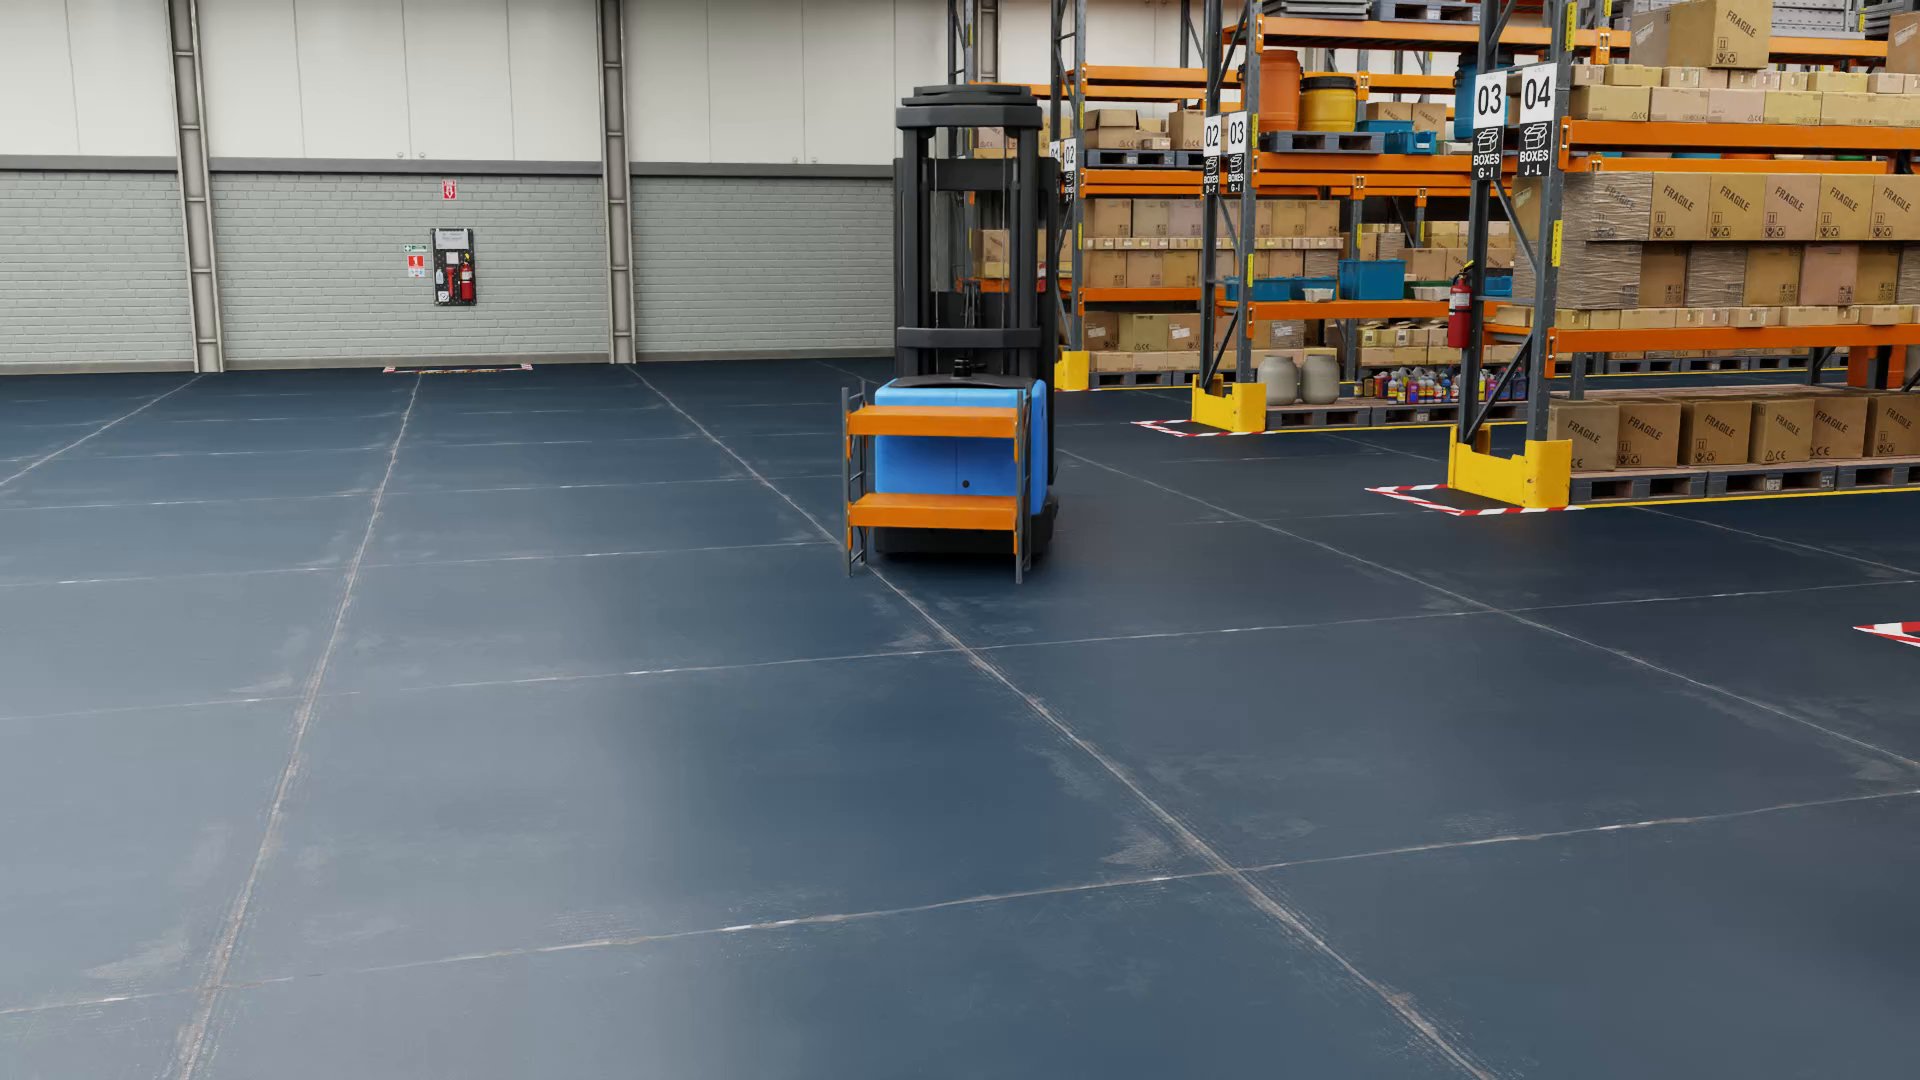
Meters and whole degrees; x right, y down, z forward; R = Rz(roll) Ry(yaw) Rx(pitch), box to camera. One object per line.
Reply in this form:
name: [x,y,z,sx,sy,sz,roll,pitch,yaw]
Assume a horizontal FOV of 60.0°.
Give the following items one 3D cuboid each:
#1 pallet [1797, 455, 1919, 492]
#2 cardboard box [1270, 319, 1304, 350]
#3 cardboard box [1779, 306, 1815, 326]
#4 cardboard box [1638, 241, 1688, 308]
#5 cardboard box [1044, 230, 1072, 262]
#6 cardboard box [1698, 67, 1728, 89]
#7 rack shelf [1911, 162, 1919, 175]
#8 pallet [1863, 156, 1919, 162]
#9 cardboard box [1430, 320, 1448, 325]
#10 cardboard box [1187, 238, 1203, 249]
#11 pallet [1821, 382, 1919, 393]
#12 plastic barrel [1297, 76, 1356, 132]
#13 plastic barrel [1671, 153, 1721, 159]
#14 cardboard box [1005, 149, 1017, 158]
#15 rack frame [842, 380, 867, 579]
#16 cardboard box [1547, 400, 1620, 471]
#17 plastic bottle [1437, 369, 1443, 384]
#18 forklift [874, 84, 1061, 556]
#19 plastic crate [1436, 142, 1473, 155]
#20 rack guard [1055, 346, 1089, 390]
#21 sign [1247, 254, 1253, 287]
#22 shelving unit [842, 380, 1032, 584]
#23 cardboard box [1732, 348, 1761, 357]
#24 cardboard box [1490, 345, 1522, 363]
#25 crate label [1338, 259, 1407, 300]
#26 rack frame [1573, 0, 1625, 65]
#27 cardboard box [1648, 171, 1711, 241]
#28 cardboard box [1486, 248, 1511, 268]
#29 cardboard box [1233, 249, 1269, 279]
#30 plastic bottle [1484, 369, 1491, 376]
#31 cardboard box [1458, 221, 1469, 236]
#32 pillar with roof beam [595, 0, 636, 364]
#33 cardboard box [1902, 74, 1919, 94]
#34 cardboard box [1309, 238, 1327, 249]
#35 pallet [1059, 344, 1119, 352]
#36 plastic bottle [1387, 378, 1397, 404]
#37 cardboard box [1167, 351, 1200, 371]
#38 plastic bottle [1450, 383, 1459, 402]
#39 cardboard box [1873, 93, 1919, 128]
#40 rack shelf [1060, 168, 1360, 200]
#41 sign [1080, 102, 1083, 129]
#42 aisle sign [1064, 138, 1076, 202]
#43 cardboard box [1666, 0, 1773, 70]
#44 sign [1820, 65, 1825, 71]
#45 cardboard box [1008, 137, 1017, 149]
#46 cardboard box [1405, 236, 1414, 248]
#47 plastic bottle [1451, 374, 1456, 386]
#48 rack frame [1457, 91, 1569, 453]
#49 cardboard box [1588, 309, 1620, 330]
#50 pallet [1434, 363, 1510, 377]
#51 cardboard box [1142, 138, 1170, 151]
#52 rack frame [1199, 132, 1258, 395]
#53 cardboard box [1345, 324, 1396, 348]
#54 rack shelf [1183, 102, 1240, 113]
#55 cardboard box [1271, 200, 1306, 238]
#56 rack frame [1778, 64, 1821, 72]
pallet: [7.362,-0.602,13.731,1.213,0.211,1.003,-3,11,-16]
cardboard box: [4.364,-2.874,22.735,0.500,0.500,0.500,-3,11,-16]
cardboard box: [6.428,-1.754,12.984,0.250,0.149,0.380,-3,11,-16]
cardboard box: [5.138,-2.075,12.937,0.500,0.500,0.875,-3,11,-16]
cardboard box: [1.520,-4.719,26.683,0.500,0.500,0.500,-3,11,-18]
cardboard box: [5.485,-3.425,12.397,0.250,0.149,0.380,-3,11,-16]
rack shelf: [12.373,-4.299,19.817,4.000,0.370,1.077,-3,11,-16]
pallet: [11.215,-4.481,19.337,1.213,0.211,1.003,-3,11,-16]
cardboard box: [7.001,-3.013,24.013,0.500,0.311,0.500,-3,11,-17]
cardboard box: [3.064,-3.949,22.145,0.250,0.149,0.380,-3,11,-17]
pallet: [11.198,-1.752,19.982,1.213,0.211,1.003,-3,11,-16]
plastic barrel: [3.831,-4.526,17.381,0.600,0.588,0.600,0,10,0]
plastic barrel: [8.296,-4.726,18.761,0.708,0.901,0.600,-3,11,-16]
cardboard box: [0.919,-5.923,26.316,0.500,0.500,0.500,-2,11,-12]
rack frame: [-0.628,-0.369,9.938,0.032,1.125,0.500,2,11,8]
cardboard box: [4.760,-0.817,12.941,0.500,0.500,0.500,-1,10,-5]
plastic bottle: [5.370,-1.775,18.692,0.133,0.283,0.061,-3,11,-13]
forklift: [0.123,-1.564,11.445,1.130,2.935,3.031,1,10,5]
plastic crate: [5.184,-4.068,17.303,0.396,0.136,0.243,-3,11,-16]
rack guard: [1.368,-2.302,22.172,0.348,0.500,1.175,-3,11,-16]
sign: [2.921,-2.712,16.728,0.005,0.325,0.100,-3,11,-16]
shelving unit: [-0.126,-0.355,9.863,1.048,1.125,0.538,2,11,8]
cardboard box: [11.560,-3.004,24.766,0.500,0.500,0.500,-3,11,-15]
cardboard box: [7.657,-2.671,23.707,0.500,0.250,0.500,-3,11,-15]
crate label: [4.463,-2.829,18.032,0.616,0.435,0.502,-3,11,-16]
rack frame: [9.072,-6.888,23.608,0.127,3.000,1.000,-3,11,-16]
cardboard box: [5.242,-2.502,12.495,0.500,0.500,0.500,-3,11,-16]
cardboard box: [7.465,-3.899,23.666,0.500,0.500,0.500,-4,11,-19]
cardboard box: [3.820,-3.708,22.630,0.500,0.500,0.700,-3,11,-15]
plastic bottle: [5.911,-1.775,18.691,0.133,0.283,0.061,-3,11,-16]
cardboard box: [8.708,-5.378,28.752,0.500,0.250,0.500,-3,11,-17]
pillar with roof beam: [-4.125,-6.478,21.381,0.400,9.000,9.100,-3,11,-16]
cardboard box: [7.267,-3.519,12.903,0.250,0.149,0.380,-4,11,-19]
cardboard box: [4.792,-4.040,22.641,0.250,0.149,0.380,-3,11,-17]
pallet: [2.035,-3.122,27.424,1.213,0.211,1.003,-3,11,-16]
plastic bottle: [4.600,-1.584,17.685,0.097,0.271,0.097,0,10,0]
cardboard box: [2.927,-2.427,22.379,0.500,0.250,0.500,-3,11,-16]
plastic bottle: [5.317,-1.587,17.897,0.097,0.201,0.097,0,10,0]
cardboard box: [7.127,-3.321,12.933,0.500,0.250,0.500,-3,11,-15]
rack shelf: [3.311,-4.756,22.296,4.000,0.370,1.077,-3,11,-16]
sign: [1.540,-5.380,21.069,0.005,0.325,0.100,-3,11,-16]
aisle sign: [1.413,-4.755,21.410,0.004,0.787,0.394,-3,11,-16]
cardboard box: [5.657,-3.755,12.397,0.500,0.500,0.500,-3,11,-16]
sign: [15.503,-8.557,29.876,0.005,0.325,0.100,-3,11,-16]
cardboard box: [0.936,-6.414,26.223,0.500,0.500,0.500,-3,11,-17]
cardboard box: [8.064,-5.074,29.169,0.500,0.500,0.500,-3,11,-16]
plastic bottle: [5.393,-1.657,18.048,0.133,0.283,0.061,-3,11,-16]
rack frame: [4.156,-1.811,12.597,0.127,3.000,1.000,-3,11,-16]
cardboard box: [4.742,-1.669,12.524,0.250,0.149,0.380,-3,11,-16]
pallet: [7.101,-2.470,23.883,1.213,0.211,1.003,-3,11,-16]
cardboard box: [2.570,-5.189,21.810,0.250,0.149,0.380,-3,11,-16]
rack frame: [2.772,-2.672,17.274,0.127,3.000,1.000,-3,11,-16]
cardboard box: [5.698,-2.843,23.091,0.500,0.311,0.500,-3,11,-16]
rack shelf: [5.763,-7.097,27.837,4.000,0.370,1.077,-3,11,-16]
cardboard box: [4.322,-4.373,22.657,0.500,0.500,0.700,-3,11,-16]
rack frame: [15.365,-8.154,30.484,0.127,3.000,1.000,-3,11,-16]
